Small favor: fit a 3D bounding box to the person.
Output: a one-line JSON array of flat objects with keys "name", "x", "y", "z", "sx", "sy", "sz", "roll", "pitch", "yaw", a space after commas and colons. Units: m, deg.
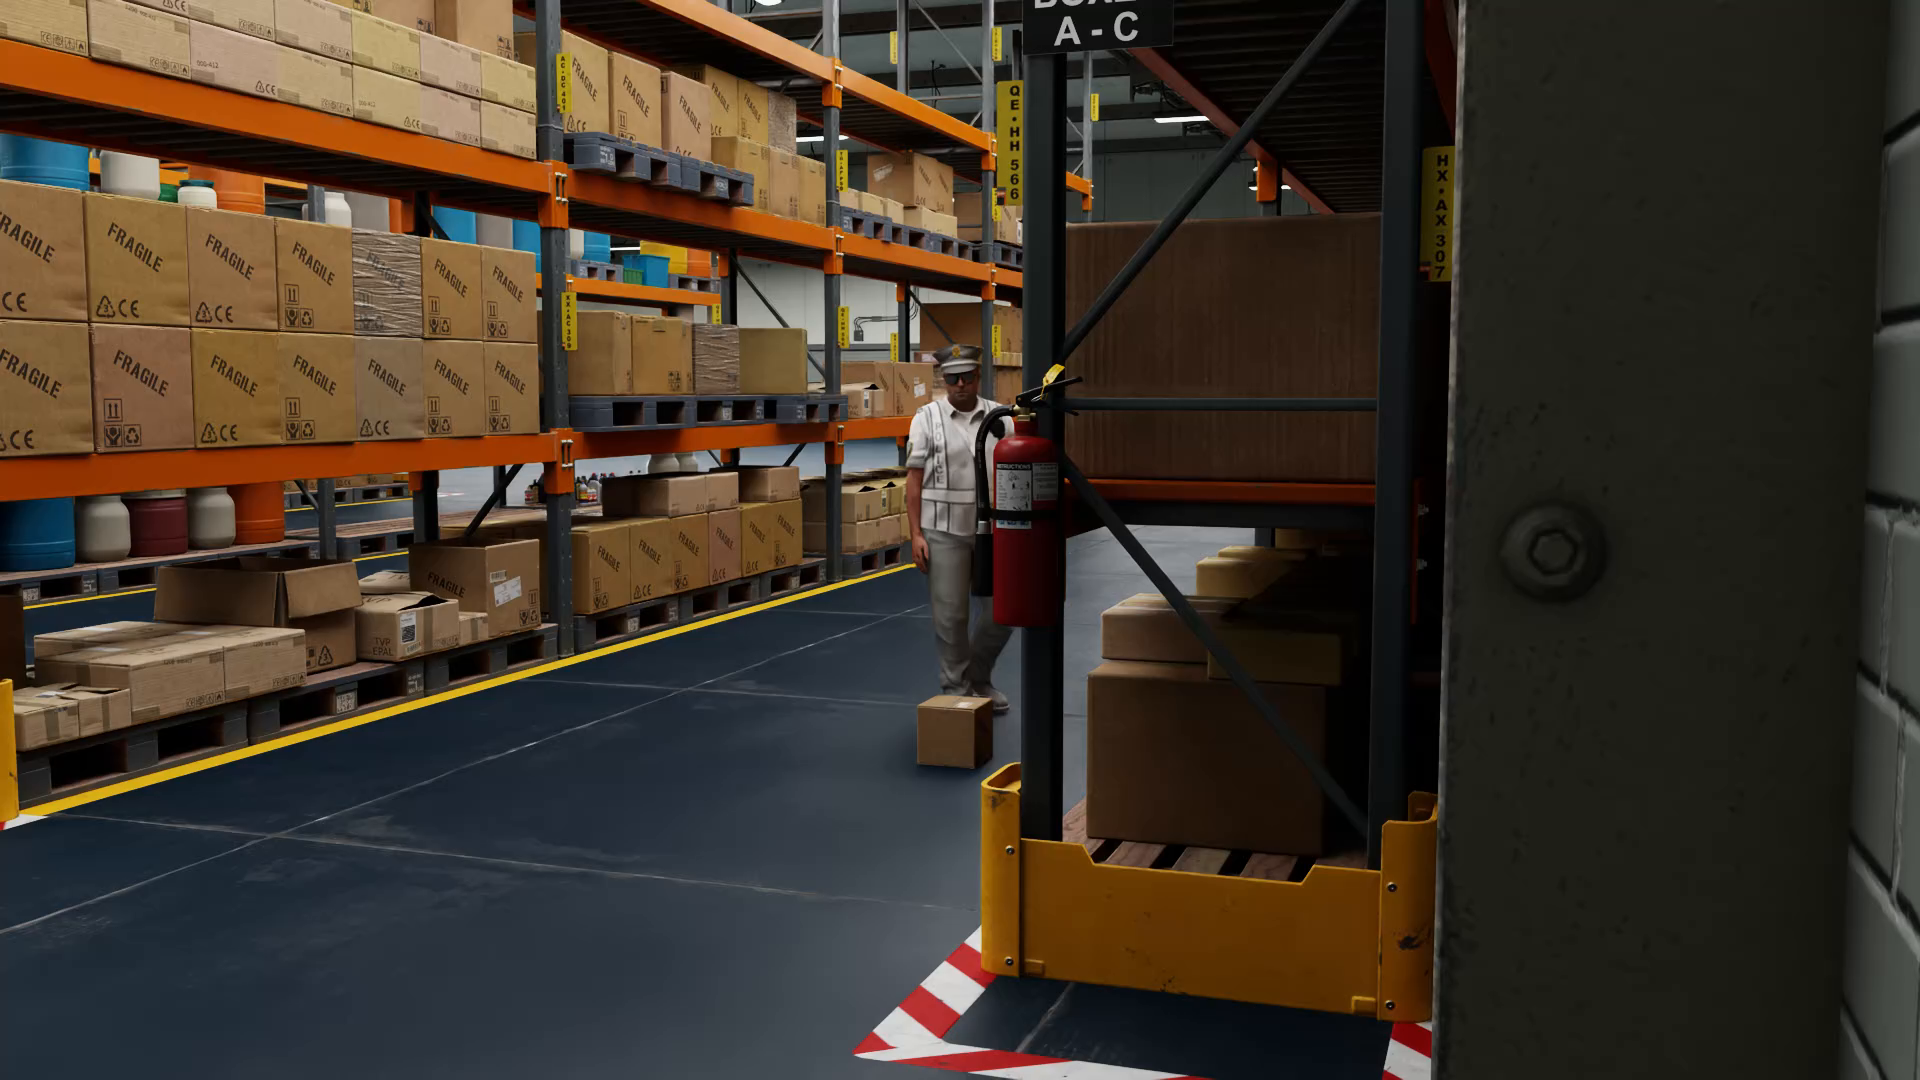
[{"name": "person", "x": 0.017, "y": -0.032, "z": 7.776, "sx": 0.549, "sy": 1.748, "sz": 0.584, "roll": -2, "pitch": 5, "yaw": -17}]
